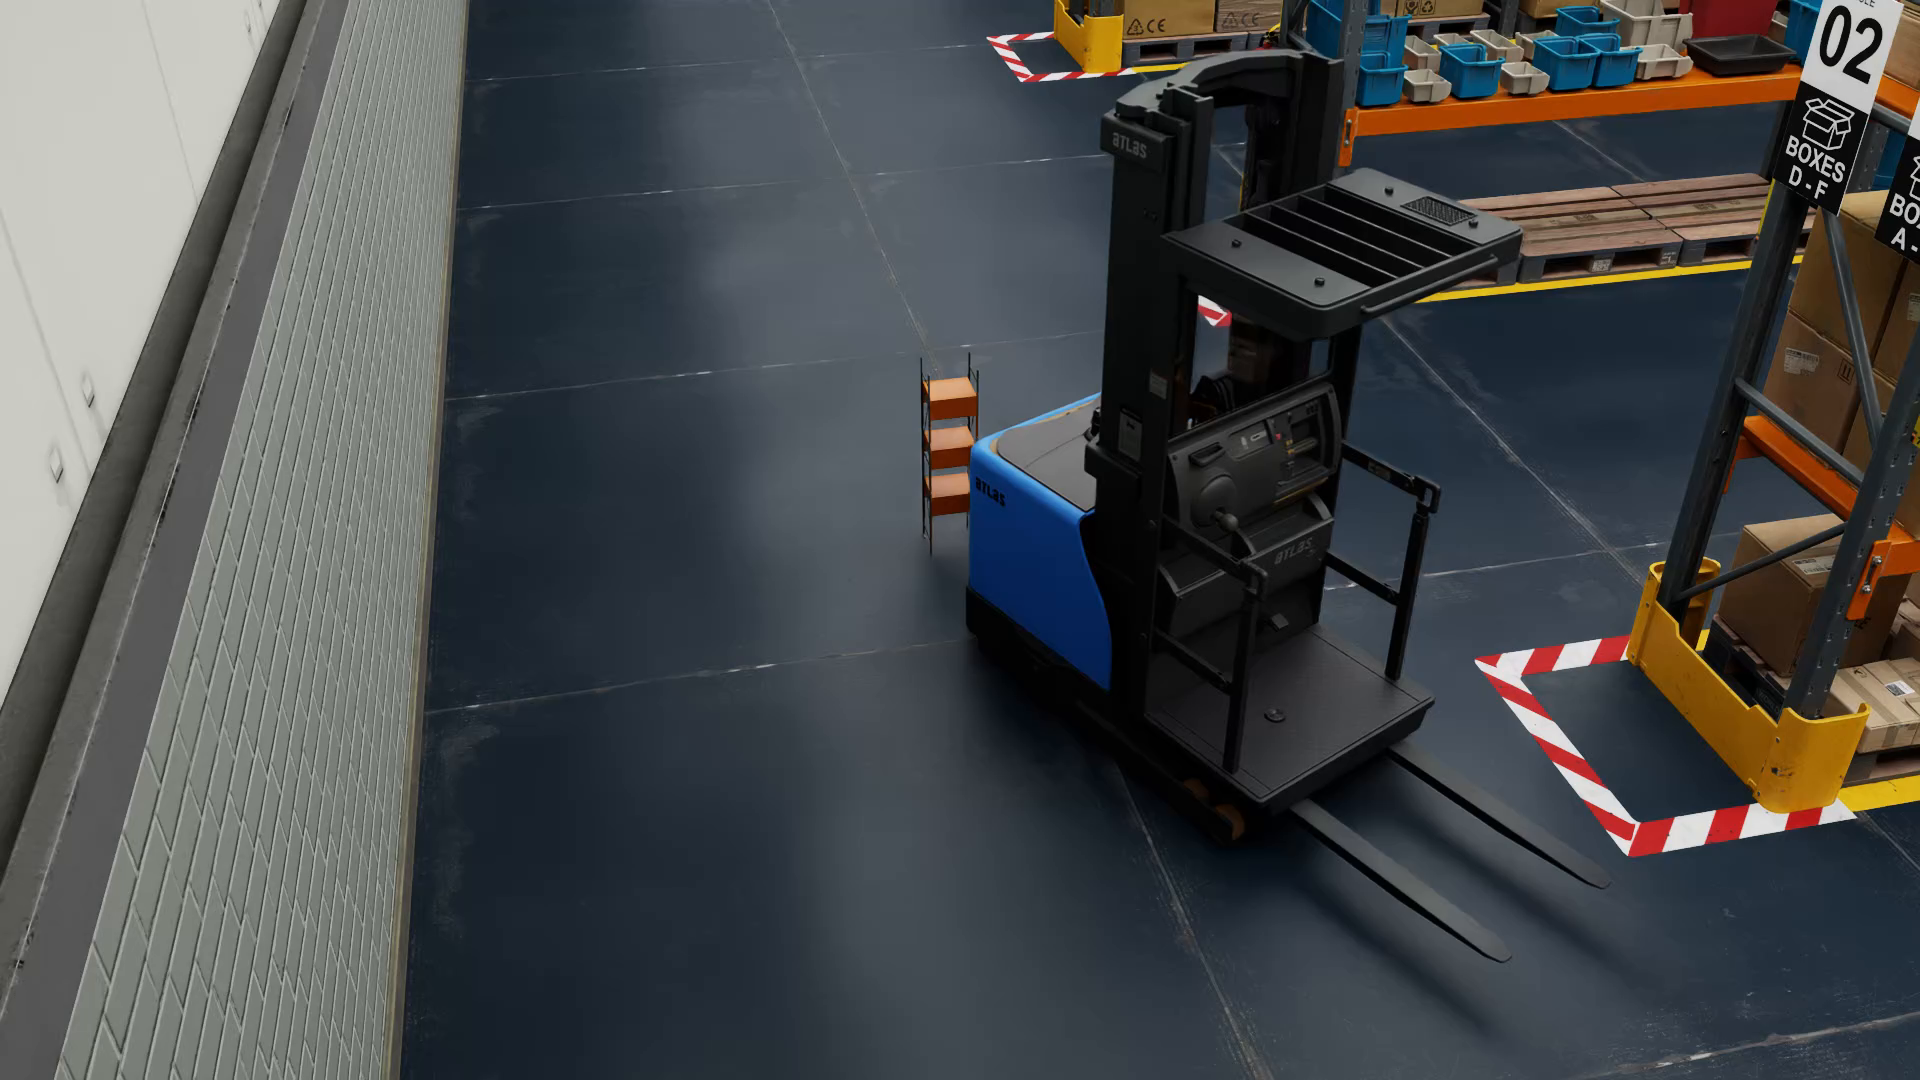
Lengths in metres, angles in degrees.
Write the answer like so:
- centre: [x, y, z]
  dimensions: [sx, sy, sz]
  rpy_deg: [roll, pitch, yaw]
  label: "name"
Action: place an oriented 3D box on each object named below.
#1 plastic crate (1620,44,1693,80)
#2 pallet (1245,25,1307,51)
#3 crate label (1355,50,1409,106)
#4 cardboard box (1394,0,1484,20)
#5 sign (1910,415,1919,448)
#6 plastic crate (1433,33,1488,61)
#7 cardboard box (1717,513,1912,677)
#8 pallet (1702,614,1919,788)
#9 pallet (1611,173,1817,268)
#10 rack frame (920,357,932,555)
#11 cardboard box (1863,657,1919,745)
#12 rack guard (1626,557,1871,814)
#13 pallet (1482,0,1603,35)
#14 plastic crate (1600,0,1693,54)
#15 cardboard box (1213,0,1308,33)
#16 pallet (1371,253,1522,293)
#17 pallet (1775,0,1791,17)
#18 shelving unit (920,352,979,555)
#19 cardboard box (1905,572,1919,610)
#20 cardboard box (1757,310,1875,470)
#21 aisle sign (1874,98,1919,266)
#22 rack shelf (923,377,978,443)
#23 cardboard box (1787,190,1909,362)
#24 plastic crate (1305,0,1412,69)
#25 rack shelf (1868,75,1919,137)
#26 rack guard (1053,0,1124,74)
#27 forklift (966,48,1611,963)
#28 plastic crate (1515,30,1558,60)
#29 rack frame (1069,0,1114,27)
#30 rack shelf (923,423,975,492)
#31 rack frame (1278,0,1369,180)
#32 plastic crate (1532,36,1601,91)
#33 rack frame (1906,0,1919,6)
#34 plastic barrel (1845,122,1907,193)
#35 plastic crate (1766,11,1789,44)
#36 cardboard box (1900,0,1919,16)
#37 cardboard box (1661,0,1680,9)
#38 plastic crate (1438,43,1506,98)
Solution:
- centre: [4.564, -3.133, 10.910]
  dimensions: [0.466, 0.136, 0.293]
  rpy_deg: [-7, 35, -11]
  label: "plastic crate"
- centre: [3.152, -4.926, 15.902]
  dimensions: [1.213, 0.211, 1.003]
  rpy_deg: [-7, 35, -11]
  label: "pallet"
- centre: [2.608, -2.910, 10.491]
  dimensions: [0.303, 0.233, 0.416]
  rpy_deg: [-7, 35, -11]
  label: "crate label"
- centre: [4.442, -5.542, 15.846]
  dimensions: [0.875, 0.875, 0.875]
  rpy_deg: [-7, 35, -11]
  label: "cardboard box"
- centre: [3.504, -0.475, 5.990]
  dimensions: [0.005, 0.325, 0.100]
  rpy_deg: [-7, 35, -11]
  label: "sign"
- centre: [3.336, -3.245, 11.077]
  dimensions: [0.243, 0.136, 0.396]
  rpy_deg: [-7, 35, -11]
  label: "plastic crate"
- centre: [3.860, 0.244, 7.543]
  dimensions: [0.500, 0.500, 0.500]
  rpy_deg: [-7, 35, -11]
  label: "cardboard box"
- centre: [4.236, 0.639, 7.608]
  dimensions: [1.213, 0.211, 1.003]
  rpy_deg: [-7, 35, -11]
  label: "pallet"
- centre: [5.488, -2.326, 12.026]
  dimensions: [1.213, 0.211, 1.003]
  rpy_deg: [-7, 35, -11]
  label: "pallet"
- centre: [-0.171, -0.414, 8.425]
  dimensions: [0.008, 1.050, 0.200]
  rpy_deg: [-7, 35, -11]
  label: "rack frame"
- centre: [4.112, 0.687, 7.181]
  dimensions: [0.250, 0.166, 0.380]
  rpy_deg: [-7, 35, -11]
  label: "cardboard box"
- centre: [3.458, 0.618, 7.381]
  dimensions: [0.348, 0.500, 1.175]
  rpy_deg: [-7, 35, -11]
  label: "rack guard"
- centre: [5.840, -5.265, 16.406]
  dimensions: [1.213, 0.211, 1.003]
  rpy_deg: [-7, 35, -11]
  label: "pallet"
- centre: [4.666, -3.483, 11.301]
  dimensions: [0.530, 0.282, 0.437]
  rpy_deg: [-7, 35, -11]
  label: "plastic crate"
- centre: [2.696, -5.322, 15.518]
  dimensions: [0.875, 0.875, 0.875]
  rpy_deg: [-7, 35, -11]
  label: "cardboard box"
- centre: [3.108, -2.026, 11.579]
  dimensions: [1.213, 0.211, 1.003]
  rpy_deg: [-7, 35, -11]
  label: "pallet"
- centre: [8.220, -5.565, 16.853]
  dimensions: [1.213, 0.211, 1.003]
  rpy_deg: [-7, 35, -11]
  label: "pallet"
- centre: [-0.052, -0.429, 8.448]
  dimensions: [0.252, 1.050, 0.215]
  rpy_deg: [-7, 35, -11]
  label: "shelving unit"
- centre: [4.793, 0.247, 7.763]
  dimensions: [0.500, 0.250, 0.500]
  rpy_deg: [-7, 35, -11]
  label: "cardboard box"
- centre: [3.761, -0.655, 6.945]
  dimensions: [0.500, 0.500, 0.500]
  rpy_deg: [-6, 34, -9]
  label: "cardboard box"
- centre: [3.382, -1.322, 5.696]
  dimensions: [0.004, 0.787, 0.394]
  rpy_deg: [-7, 35, -11]
  label: "aisle sign"
- centre: [-0.052, -0.656, 8.295]
  dimensions: [0.240, 0.259, 0.215]
  rpy_deg: [-7, 35, -11]
  label: "rack shelf"
- centre: [3.757, -1.072, 6.668]
  dimensions: [0.500, 0.500, 0.500]
  rpy_deg: [-7, 35, -11]
  label: "cardboard box"
- centre: [2.580, -3.286, 10.869]
  dimensions: [0.499, 0.435, 0.616]
  rpy_deg: [-7, 35, -11]
  label: "plastic crate"
- centre: [5.335, -1.604, 6.401]
  dimensions: [4.000, 0.370, 1.077]
  rpy_deg: [-7, 35, -11]
  label: "rack shelf"
- centre: [1.179, -4.755, 15.386]
  dimensions: [0.348, 0.500, 1.175]
  rpy_deg: [-7, 35, -11]
  label: "rack guard"
- centre: [1.322, -0.274, 6.528]
  dimensions: [1.130, 2.935, 3.031]
  rpy_deg: [-23, 40, -30]
  label: "forklift"
- centre: [3.887, -3.339, 11.217]
  dimensions: [0.250, 0.136, 0.298]
  rpy_deg: [-7, 35, -11]
  label: "plastic crate"
- centre: [1.202, -5.795, 14.694]
  dimensions: [0.127, 3.000, 1.000]
  rpy_deg: [-7, 35, -11]
  label: "rack frame"
- centre: [-0.052, -0.421, 8.454]
  dimensions: [0.240, 0.259, 0.215]
  rpy_deg: [-7, 35, -11]
  label: "rack shelf"
- centre: [2.295, -3.103, 10.683]
  dimensions: [0.127, 3.000, 1.000]
  rpy_deg: [-7, 35, -11]
  label: "rack frame"
- centre: [3.893, -3.072, 10.733]
  dimensions: [0.300, 0.233, 0.416]
  rpy_deg: [-7, 35, -11]
  label: "plastic crate"
- centre: [3.384, -2.902, 4.999]
  dimensions: [0.127, 3.000, 1.000]
  rpy_deg: [-7, 35, -11]
  label: "rack frame"
- centre: [6.731, -2.956, 11.969]
  dimensions: [0.708, 0.901, 0.600]
  rpy_deg: [-7, 35, -11]
  label: "plastic barrel"
- centre: [5.711, -3.531, 11.503]
  dimensions: [0.243, 0.136, 0.396]
  rpy_deg: [-7, 35, -11]
  label: "plastic crate"
- centre: [3.829, -2.003, 6.038]
  dimensions: [0.500, 0.250, 0.500]
  rpy_deg: [-7, 35, -11]
  label: "cardboard box"
- centre: [6.595, -5.779, 16.200]
  dimensions: [0.875, 0.875, 1.225]
  rpy_deg: [-8, 35, -12]
  label: "cardboard box"
- centre: [3.250, -2.991, 10.612]
  dimensions: [0.300, 0.233, 0.416]
  rpy_deg: [-7, 35, -11]
  label: "plastic crate"
